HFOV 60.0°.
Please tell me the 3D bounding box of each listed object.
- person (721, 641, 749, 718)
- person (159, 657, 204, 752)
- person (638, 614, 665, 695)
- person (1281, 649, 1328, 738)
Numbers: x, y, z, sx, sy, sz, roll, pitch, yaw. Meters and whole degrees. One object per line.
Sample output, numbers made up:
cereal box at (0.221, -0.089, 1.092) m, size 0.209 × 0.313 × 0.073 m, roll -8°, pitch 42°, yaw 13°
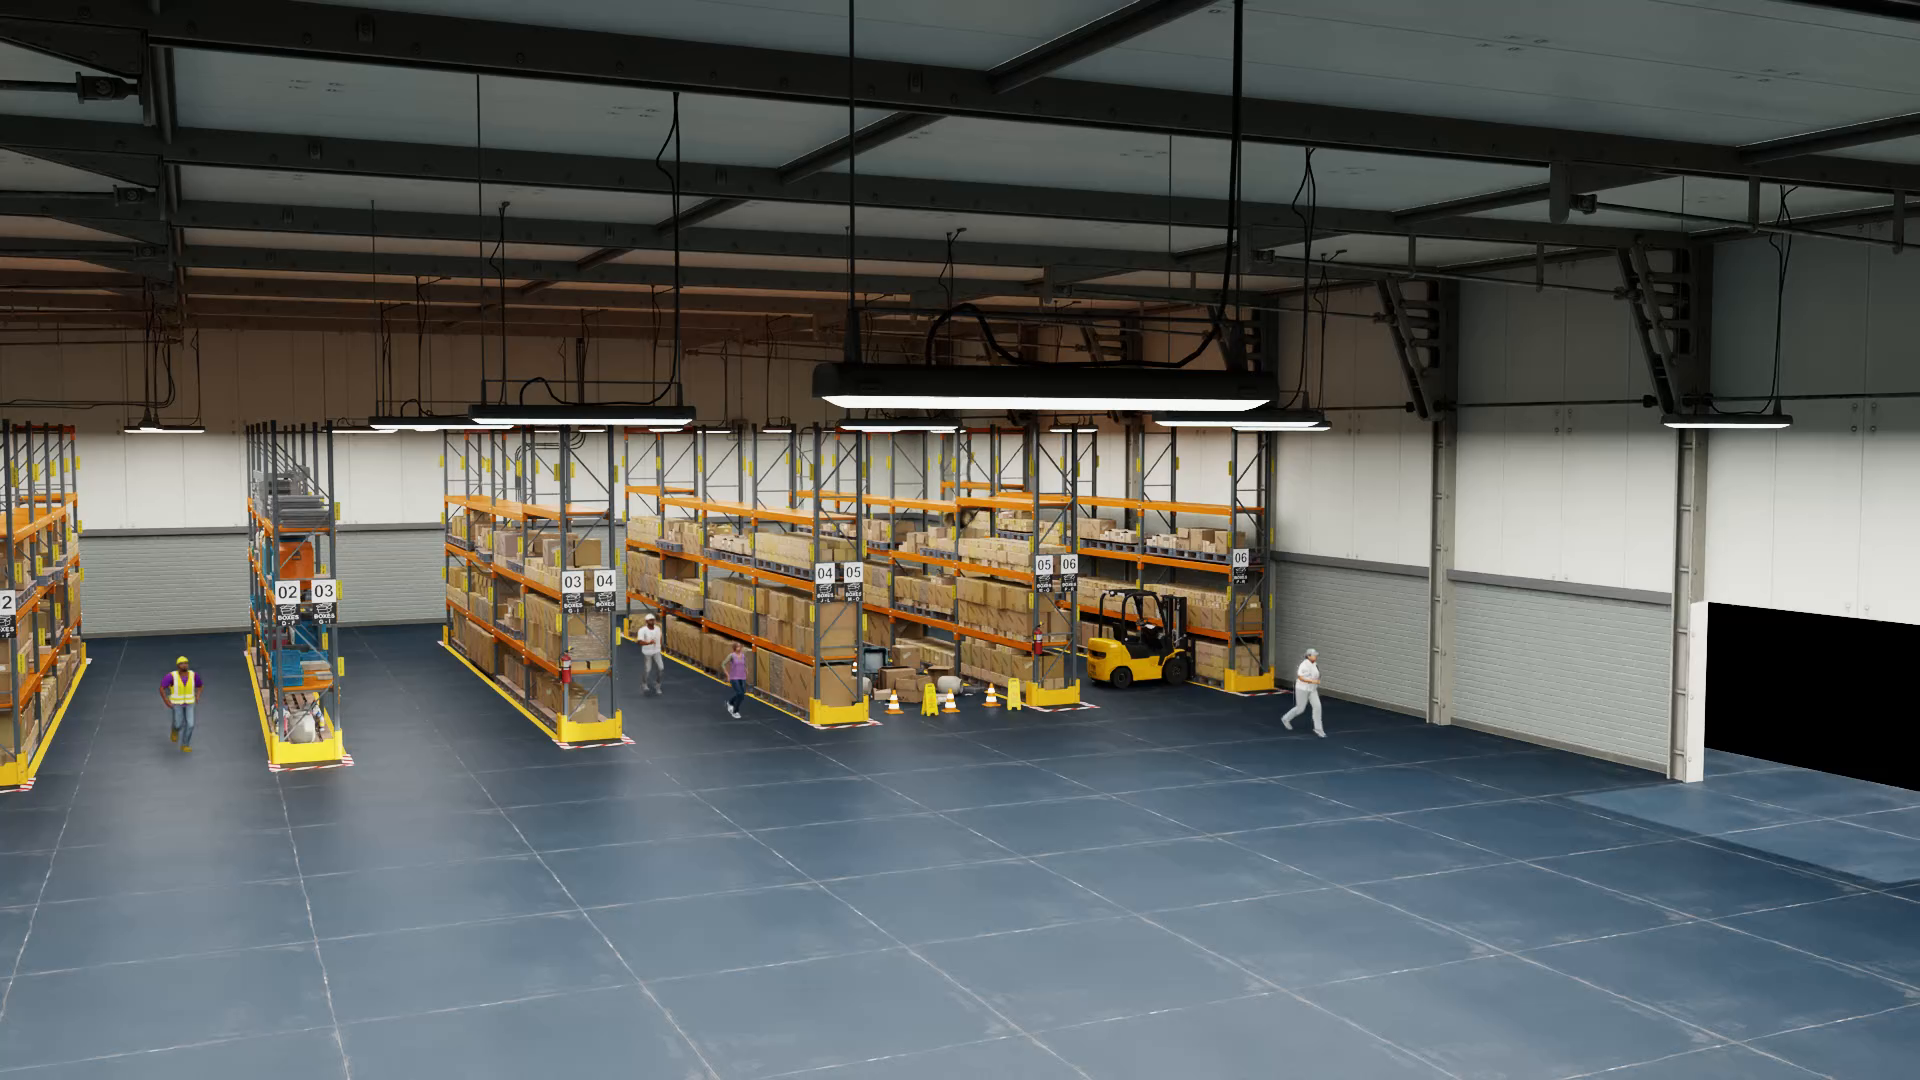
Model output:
person at (-4.488, 2.834, 33.690) m, size 0.532 × 1.560 × 0.541 m, roll -3°, pitch 5°, yaw -40°
person at (-14.143, 2.980, 30.261) m, size 0.743 × 1.724 × 0.581 m, roll -3°, pitch 4°, yaw -35°
person at (-6.833, 2.542, 36.875) m, size 0.668 × 1.814 × 0.739 m, roll -2°, pitch 4°, yaw -34°
person at (6.612, 2.909, 31.846) m, size 0.980 × 1.684 × 0.628 m, roll 3°, pitch 5°, yaw 41°
